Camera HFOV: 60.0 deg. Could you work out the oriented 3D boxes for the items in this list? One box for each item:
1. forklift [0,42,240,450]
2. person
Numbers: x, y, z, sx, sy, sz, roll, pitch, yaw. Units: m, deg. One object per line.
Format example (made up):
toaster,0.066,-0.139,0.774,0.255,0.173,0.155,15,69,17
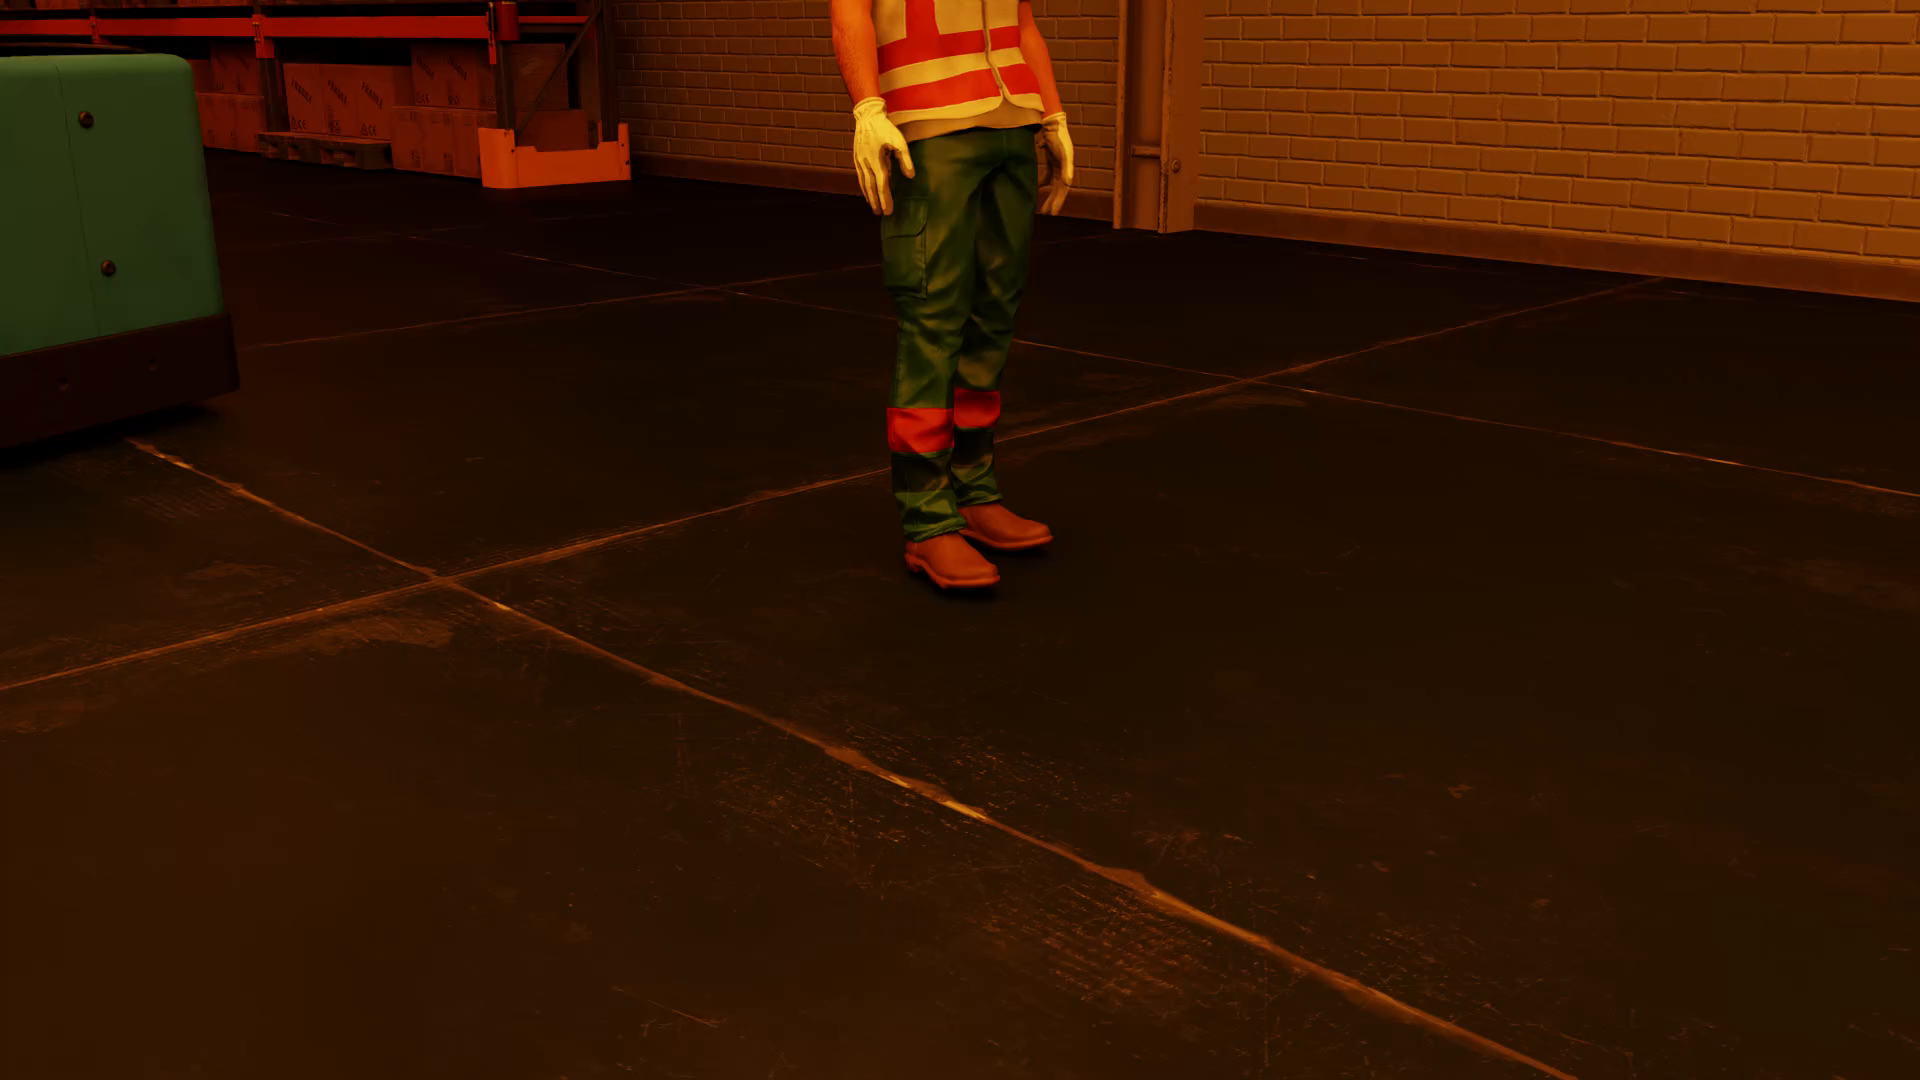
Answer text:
forklift,-3.807,-1.845,4.905,3.031,2.935,1.130,7,19,22
person,0.049,-0.843,3.566,0.562,1.790,0.637,16,23,42
